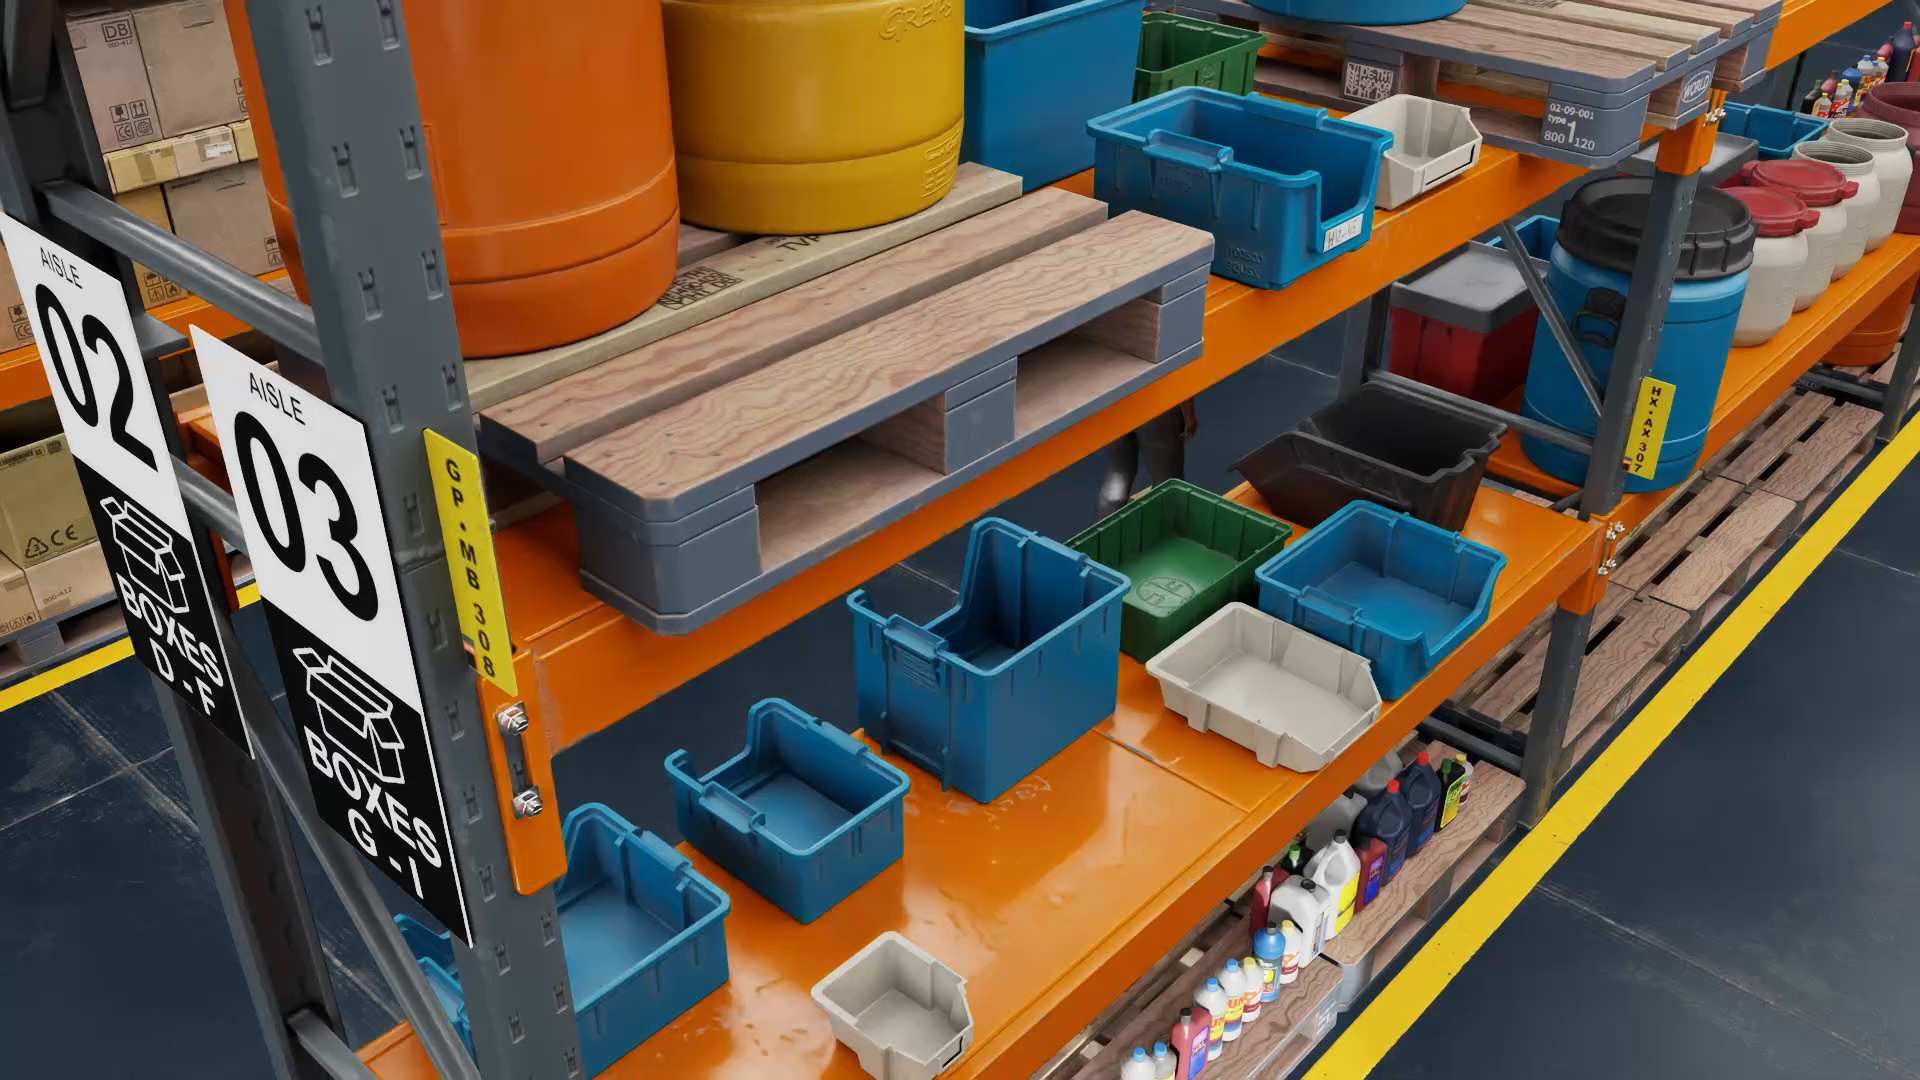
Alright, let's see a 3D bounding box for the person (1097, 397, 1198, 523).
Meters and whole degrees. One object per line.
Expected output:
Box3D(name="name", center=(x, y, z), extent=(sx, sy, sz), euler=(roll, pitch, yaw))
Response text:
Box3D(name="person", center=(0.795, -0.590, 7.102), extent=(0.505, 1.655, 0.347), euler=(26, 40, 35))
